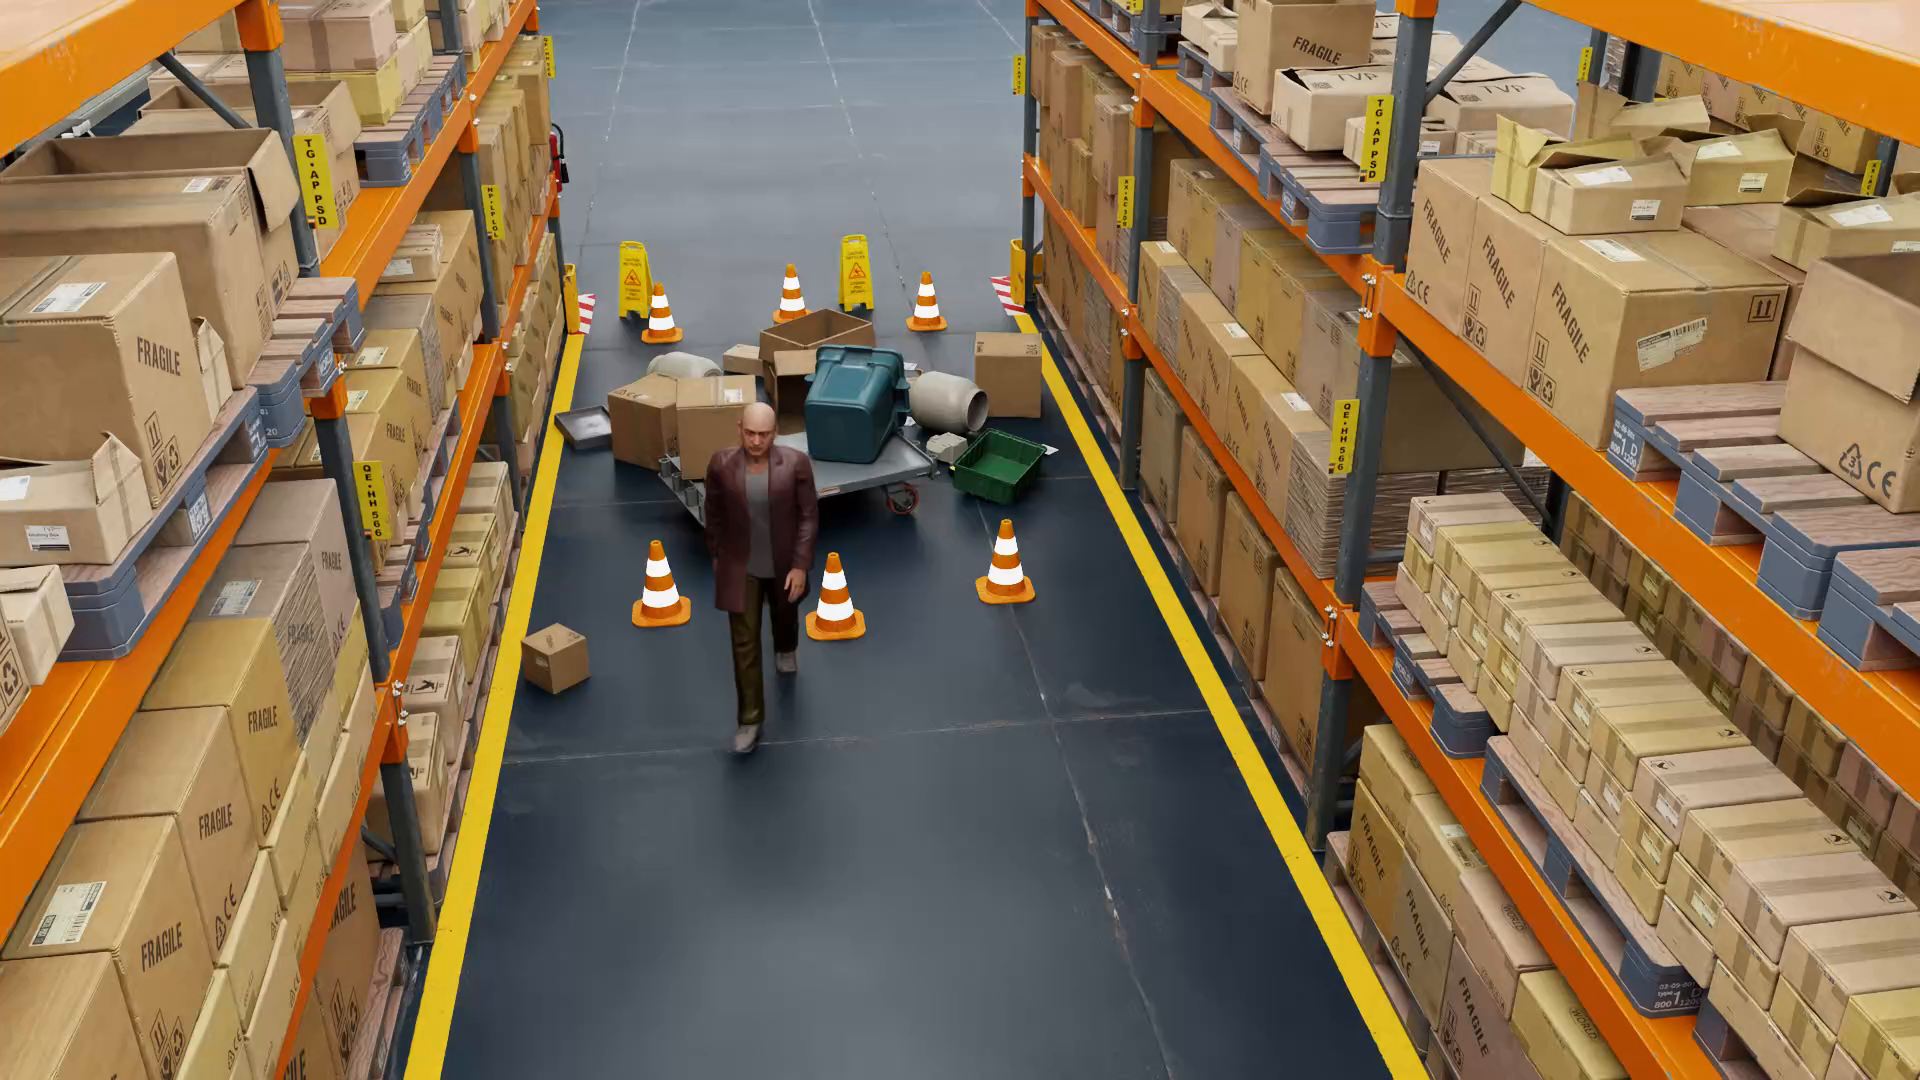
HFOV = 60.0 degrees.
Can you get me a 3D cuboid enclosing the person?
[{"bbox_3d":[-0.992,0.100,8.432,0.576,1.736,1.105,-3,27,-6],"label":"person"}]
